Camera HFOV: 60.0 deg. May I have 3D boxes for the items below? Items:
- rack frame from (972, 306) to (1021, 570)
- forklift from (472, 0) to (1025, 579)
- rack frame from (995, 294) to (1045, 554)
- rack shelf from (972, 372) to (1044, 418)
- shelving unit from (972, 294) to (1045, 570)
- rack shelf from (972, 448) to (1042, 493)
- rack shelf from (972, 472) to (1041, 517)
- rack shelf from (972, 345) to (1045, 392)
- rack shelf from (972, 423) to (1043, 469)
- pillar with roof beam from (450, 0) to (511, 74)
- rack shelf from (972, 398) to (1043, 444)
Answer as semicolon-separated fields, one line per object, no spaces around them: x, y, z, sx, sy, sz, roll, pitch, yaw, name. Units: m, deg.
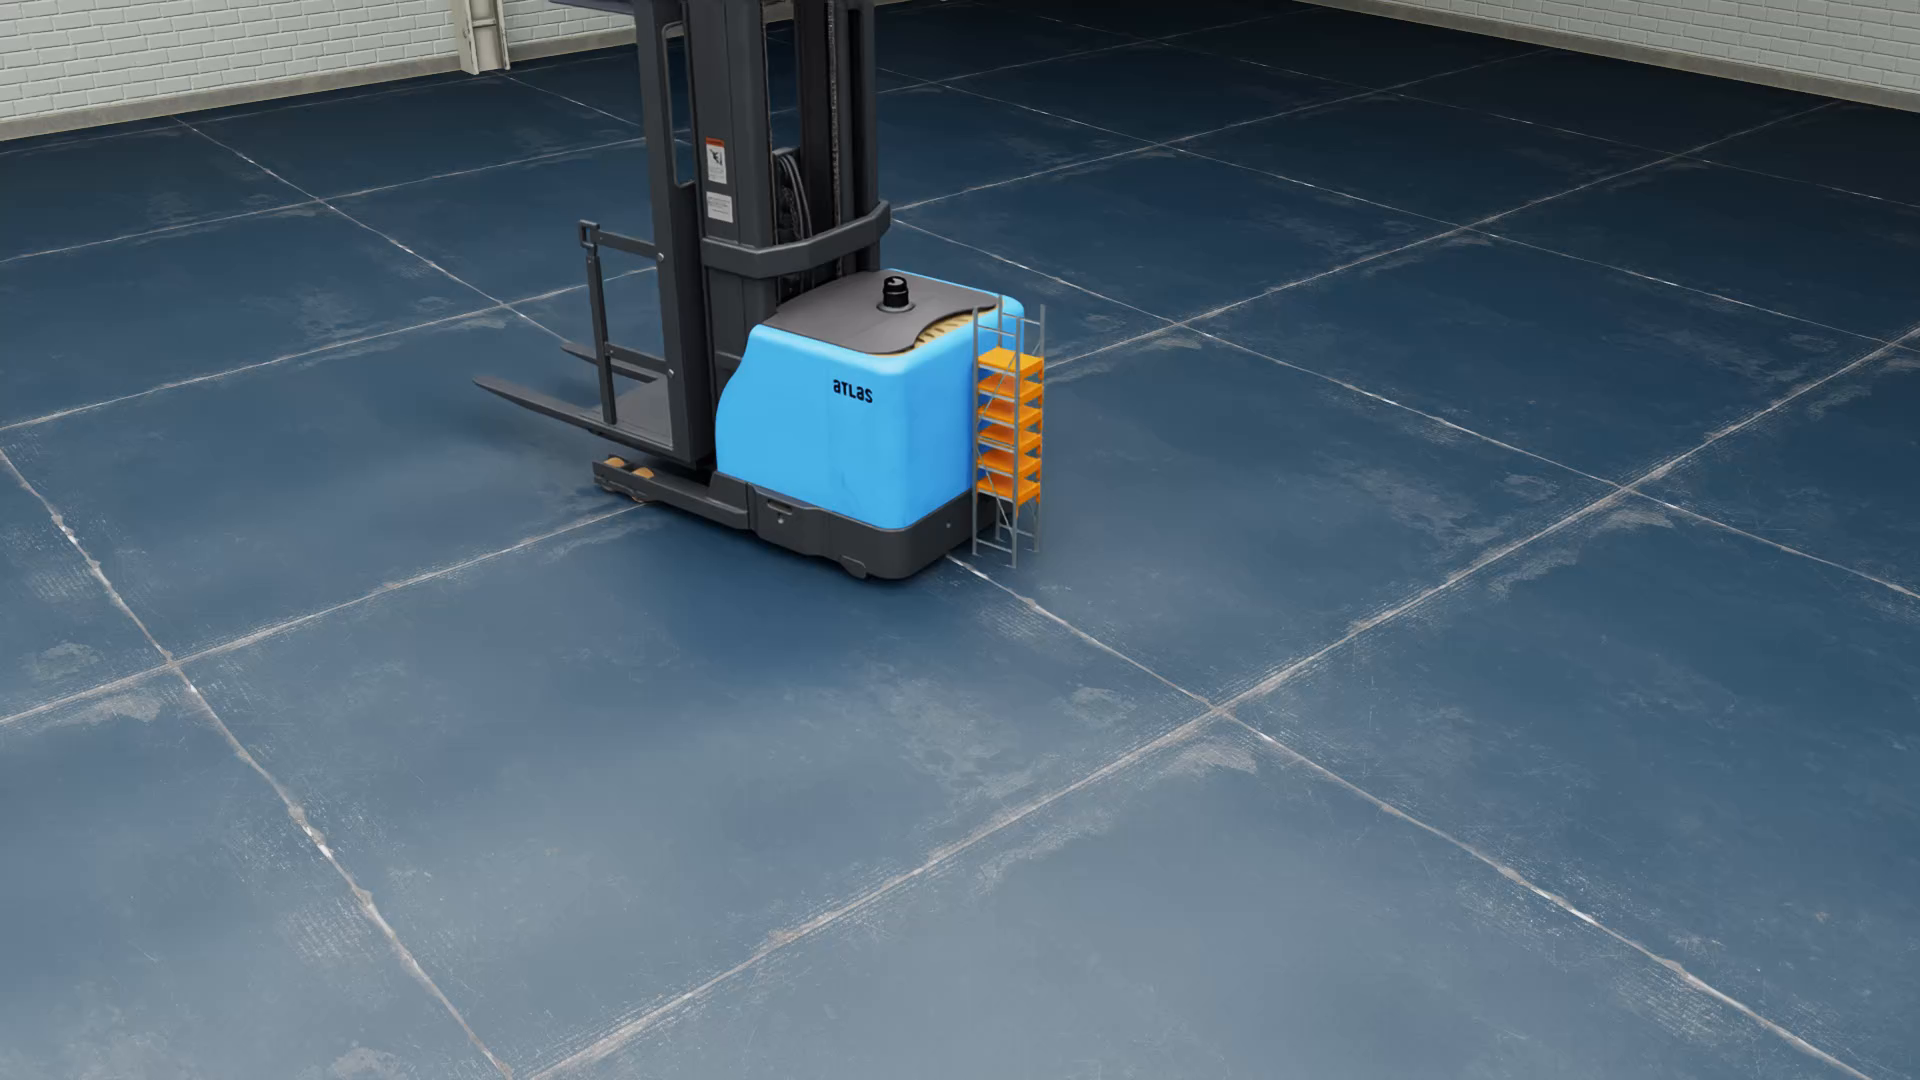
0.155;-0.430;7.281;0.240;1.200;0.006;19;33;31;rack frame
-1.185;-1.657;7.741;3.031;2.935;1.130;19;33;31;forklift
0.263;-0.499;7.411;0.240;1.200;0.006;19;33;31;rack frame
0.209;-0.637;7.254;0.258;0.103;0.180;19;33;31;rack shelf
0.209;-0.464;7.346;0.258;1.200;0.189;19;33;31;shelving unit
0.209;-0.319;7.423;0.258;0.103;0.180;19;33;31;rack shelf
0.209;-0.214;7.480;0.258;0.103;0.180;19;33;31;rack shelf
0.209;-0.743;7.197;0.258;0.103;0.180;19;33;31;rack shelf
0.209;-0.425;7.367;0.258;0.103;0.180;19;33;31;rack shelf
-1.912;-7.096;11.481;0.400;9.000;9.100;-22;35;-35;pillar with roof beam
0.209;-0.531;7.310;0.258;0.103;0.180;19;33;31;rack shelf
